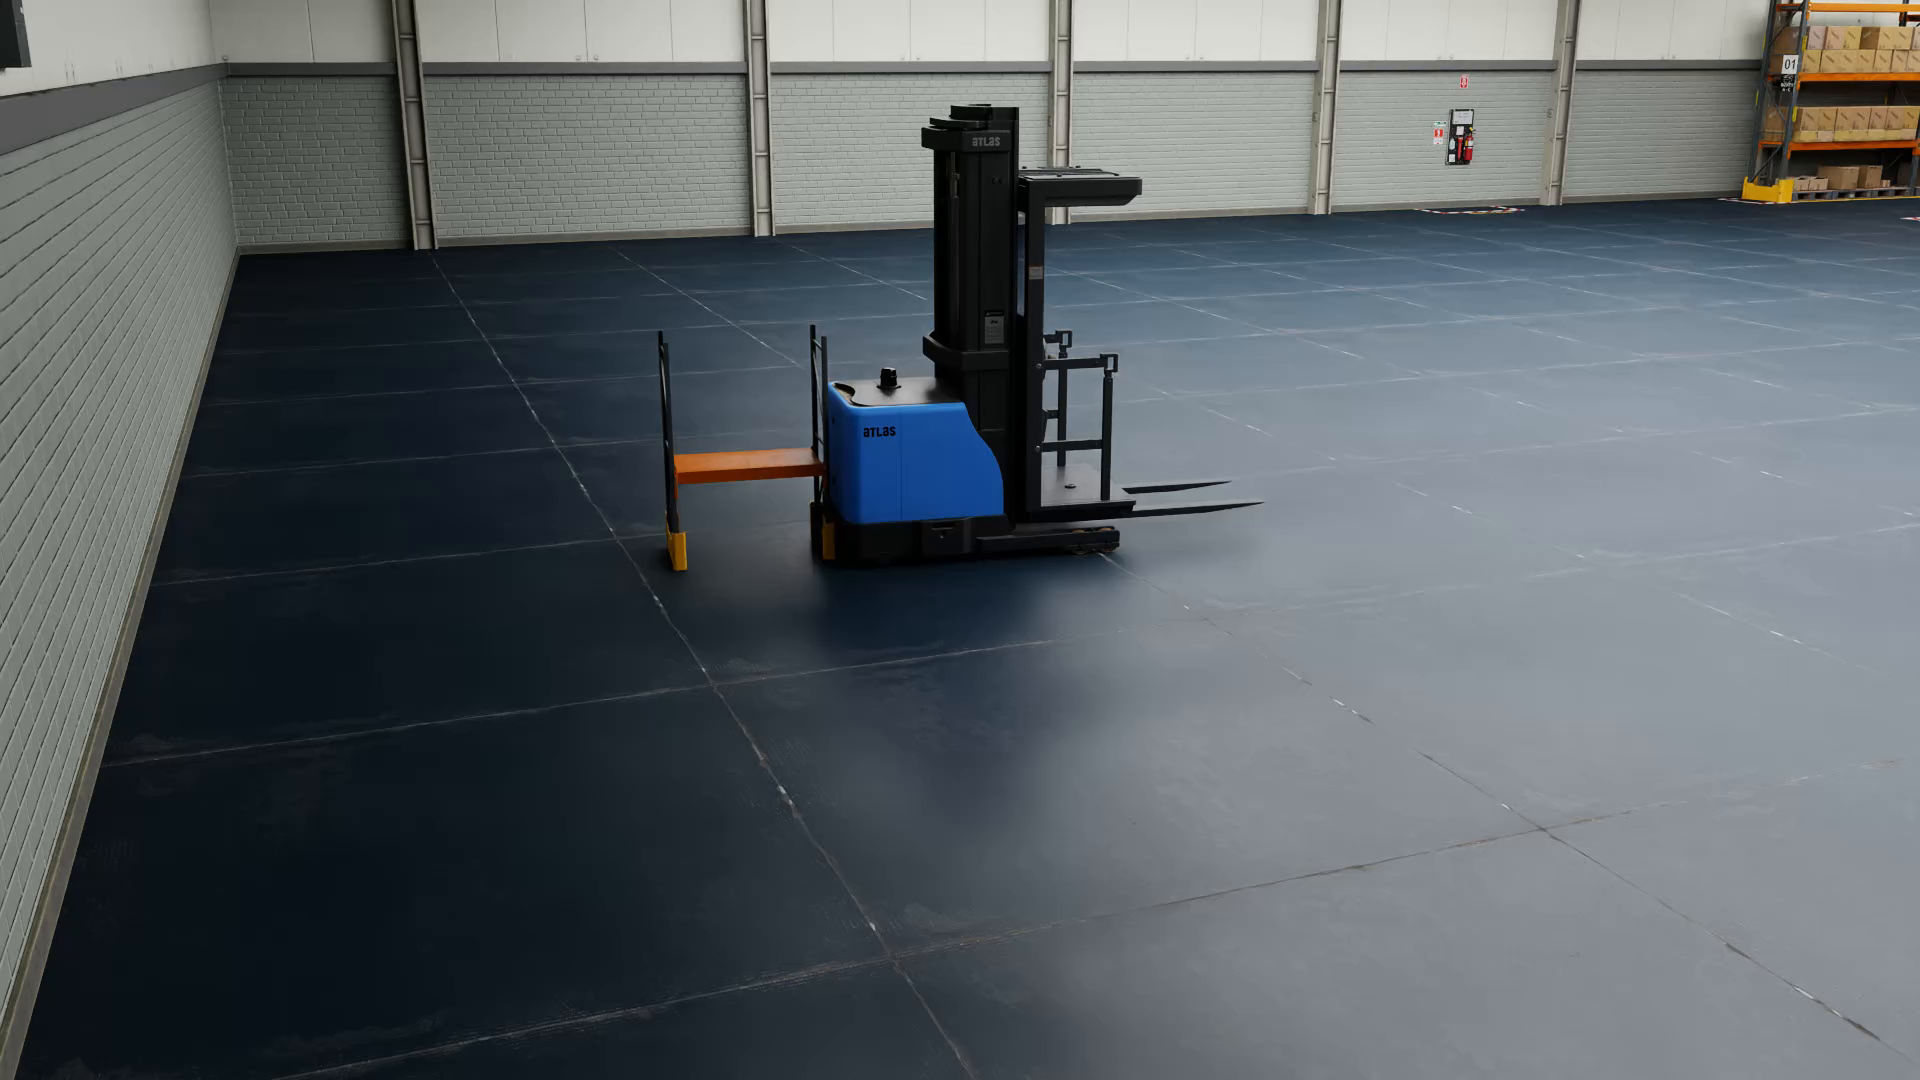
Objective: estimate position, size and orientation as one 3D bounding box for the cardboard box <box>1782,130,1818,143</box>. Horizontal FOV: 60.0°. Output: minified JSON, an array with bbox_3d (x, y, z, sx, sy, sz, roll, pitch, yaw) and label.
[{"bbox_3d":[18.979,-9.125,37.579,0.500,0.250,0.500,-7,18,-22],"label":"cardboard box"}]

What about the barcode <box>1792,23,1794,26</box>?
[{"bbox_3d":[18.893,-11.680,37.707,0.075,0.075,0.001,-6,17,-20],"label":"barcode"}]

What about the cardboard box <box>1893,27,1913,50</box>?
[{"bbox_3d":[21.263,-11.421,37.856,0.500,0.500,0.500,-5,17,-17],"label":"cardboard box"}]

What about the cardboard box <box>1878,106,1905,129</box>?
[{"bbox_3d":[21.350,-9.742,38.347,0.500,0.500,0.500,-6,17,-20],"label":"cardboard box"}]

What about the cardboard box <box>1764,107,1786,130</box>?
[{"bbox_3d":[18.773,-9.623,37.942,0.500,0.500,0.500,-6,18,-21],"label":"cardboard box"}]

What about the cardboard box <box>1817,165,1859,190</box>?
[{"bbox_3d":[20.323,-8.398,38.527,0.500,0.500,0.700,-7,18,-24],"label":"cardboard box"}]

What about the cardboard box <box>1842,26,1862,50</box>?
[{"bbox_3d":[19.817,-11.265,37.324,0.500,0.500,0.500,-6,17,-19],"label":"cardboard box"}]

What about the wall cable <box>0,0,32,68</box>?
[{"bbox_3d":[-4.595,-5.268,7.530,0.169,6.003,2.305,-6,17,-20],"label":"wall cable"}]

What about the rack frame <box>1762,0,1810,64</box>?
[{"bbox_3d":[18.409,-12.100,36.832,0.127,3.000,1.000,-6,17,-20],"label":"rack frame"}]

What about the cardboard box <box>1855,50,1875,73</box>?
[{"bbox_3d":[20.301,-10.844,37.666,0.500,0.500,0.500,-5,17,-17],"label":"cardboard box"}]

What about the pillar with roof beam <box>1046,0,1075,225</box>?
[{"bbox_3d":[3.486,-9.451,27.810,0.400,9.000,9.100,-6,17,-20],"label":"pillar with roof beam"}]

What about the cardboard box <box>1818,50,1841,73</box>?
[{"bbox_3d":[19.325,-10.731,37.281,0.500,0.500,0.500,-5,17,-16],"label":"cardboard box"}]

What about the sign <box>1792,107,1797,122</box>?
[{"bbox_3d":[18.604,-9.494,37.069,0.005,0.325,0.100,-6,17,-20],"label":"sign"}]

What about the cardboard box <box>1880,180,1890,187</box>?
[{"bbox_3d":[21.656,-8.415,39.177,0.250,0.166,0.380,-9,18,-27],"label":"cardboard box"}]

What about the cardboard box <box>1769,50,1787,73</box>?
[{"bbox_3d":[18.708,-10.827,37.608,0.500,0.500,0.500,-5,17,-16],"label":"cardboard box"}]

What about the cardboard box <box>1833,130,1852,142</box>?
[{"bbox_3d":[19.936,-9.231,37.939,0.500,0.250,0.500,-6,18,-21],"label":"cardboard box"}]

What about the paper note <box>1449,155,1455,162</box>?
[{"bbox_3d":[10.639,-8.253,35.944,0.142,0.148,0.016,-6,17,-20],"label":"paper note"}]

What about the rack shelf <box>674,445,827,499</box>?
[{"bbox_3d":[-1.432,-0.462,11.146,1.000,0.185,0.538,-4,17,-14],"label":"rack shelf"}]

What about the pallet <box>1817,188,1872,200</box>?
[{"bbox_3d":[20.389,-8.086,38.759,1.213,0.211,1.003,-6,17,-20],"label":"pallet"}]

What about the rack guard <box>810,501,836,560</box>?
[{"bbox_3d":[-0.940,-0.069,11.391,0.087,0.250,0.587,-4,17,-14],"label":"rack guard"}]

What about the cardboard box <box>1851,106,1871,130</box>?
[{"bbox_3d":[20.390,-9.641,38.005,0.500,0.500,0.500,-6,17,-18],"label":"cardboard box"}]

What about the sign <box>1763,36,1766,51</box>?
[{"bbox_3d":[18.229,-11.234,37.634,0.005,0.325,0.100,-6,17,-20],"label":"sign"}]

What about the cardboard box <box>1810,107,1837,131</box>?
[{"bbox_3d":[19.428,-9.535,37.645,0.500,0.500,0.500,-6,17,-20],"label":"cardboard box"}]

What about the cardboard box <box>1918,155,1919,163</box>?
[{"bbox_3d":[23.236,-9.120,39.657,0.500,0.250,0.500,-7,18,-21],"label":"cardboard box"}]

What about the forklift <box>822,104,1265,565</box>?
[{"bbox_3d":[0.604,-1.449,11.330,3.031,2.935,1.130,-4,17,-13],"label":"forklift"}]

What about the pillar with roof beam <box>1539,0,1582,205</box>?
[{"bbox_3d":[14.691,-10.661,31.930,0.400,9.000,9.100,-6,17,-20],"label":"pillar with roof beam"}]

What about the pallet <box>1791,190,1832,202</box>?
[{"bbox_3d":[19.251,-7.964,38.343,1.213,0.211,1.003,-6,17,-20],"label":"pallet"}]

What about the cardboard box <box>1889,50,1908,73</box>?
[{"bbox_3d":[21.284,-10.958,38.054,0.500,0.500,0.500,-8,18,-25],"label":"cardboard box"}]

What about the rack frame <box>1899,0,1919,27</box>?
[{"bbox_3d":[22.144,-12.503,38.205,0.127,3.000,1.000,-6,17,-20],"label":"rack frame"}]

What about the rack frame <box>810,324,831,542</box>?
[{"bbox_3d":[-0.939,-0.669,11.215,0.032,1.500,0.500,-4,17,-14],"label":"rack frame"}]

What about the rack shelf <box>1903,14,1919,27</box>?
[{"bbox_3d":[24.012,-12.168,39.050,4.000,0.370,1.077,-6,17,-20],"label":"rack shelf"}]

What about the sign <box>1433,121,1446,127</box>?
[{"bbox_3d":[10.284,-8.917,35.635,0.331,0.109,0.001,-6,17,-20],"label":"sign"}]

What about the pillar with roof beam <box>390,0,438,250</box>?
[{"bbox_3d":[-7.720,-8.241,23.690,0.400,9.000,9.100,-6,17,-20],"label":"pillar with roof beam"}]

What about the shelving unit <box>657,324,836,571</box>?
[{"bbox_3d":[-1.423,-0.635,11.098,1.083,1.500,0.587,-4,17,-14],"label":"shelving unit"}]

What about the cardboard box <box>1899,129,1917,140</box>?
[{"bbox_3d":[21.811,-9.435,38.635,0.500,0.250,0.500,-6,17,-20],"label":"cardboard box"}]

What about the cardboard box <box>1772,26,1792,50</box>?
[{"bbox_3d":[18.718,-11.310,37.479,0.500,0.500,0.500,-5,17,-18],"label":"cardboard box"}]

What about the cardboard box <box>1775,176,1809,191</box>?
[{"bbox_3d":[19.088,-8.189,38.151,0.500,0.311,0.500,-8,18,-26],"label":"cardboard box"}]

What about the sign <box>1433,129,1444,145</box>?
[{"bbox_3d":[10.276,-8.664,35.716,0.234,0.329,0.001,-6,17,-20],"label":"sign"}]

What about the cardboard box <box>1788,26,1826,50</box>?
[{"bbox_3d":[18.856,-11.173,37.012,0.500,0.500,0.500,-8,18,-24],"label":"cardboard box"}]

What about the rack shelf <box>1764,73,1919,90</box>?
[{"bbox_3d":[20.277,-10.517,38.043,4.000,0.370,1.077,-6,17,-20],"label":"rack shelf"}]

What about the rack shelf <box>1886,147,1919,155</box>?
[{"bbox_3d":[24.012,-9.481,39.839,4.000,0.370,1.077,-6,17,-20],"label":"rack shelf"}]

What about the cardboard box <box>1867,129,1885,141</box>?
[{"bbox_3d":[20.878,-9.332,38.285,0.500,0.250,0.500,-6,17,-20],"label":"cardboard box"}]
